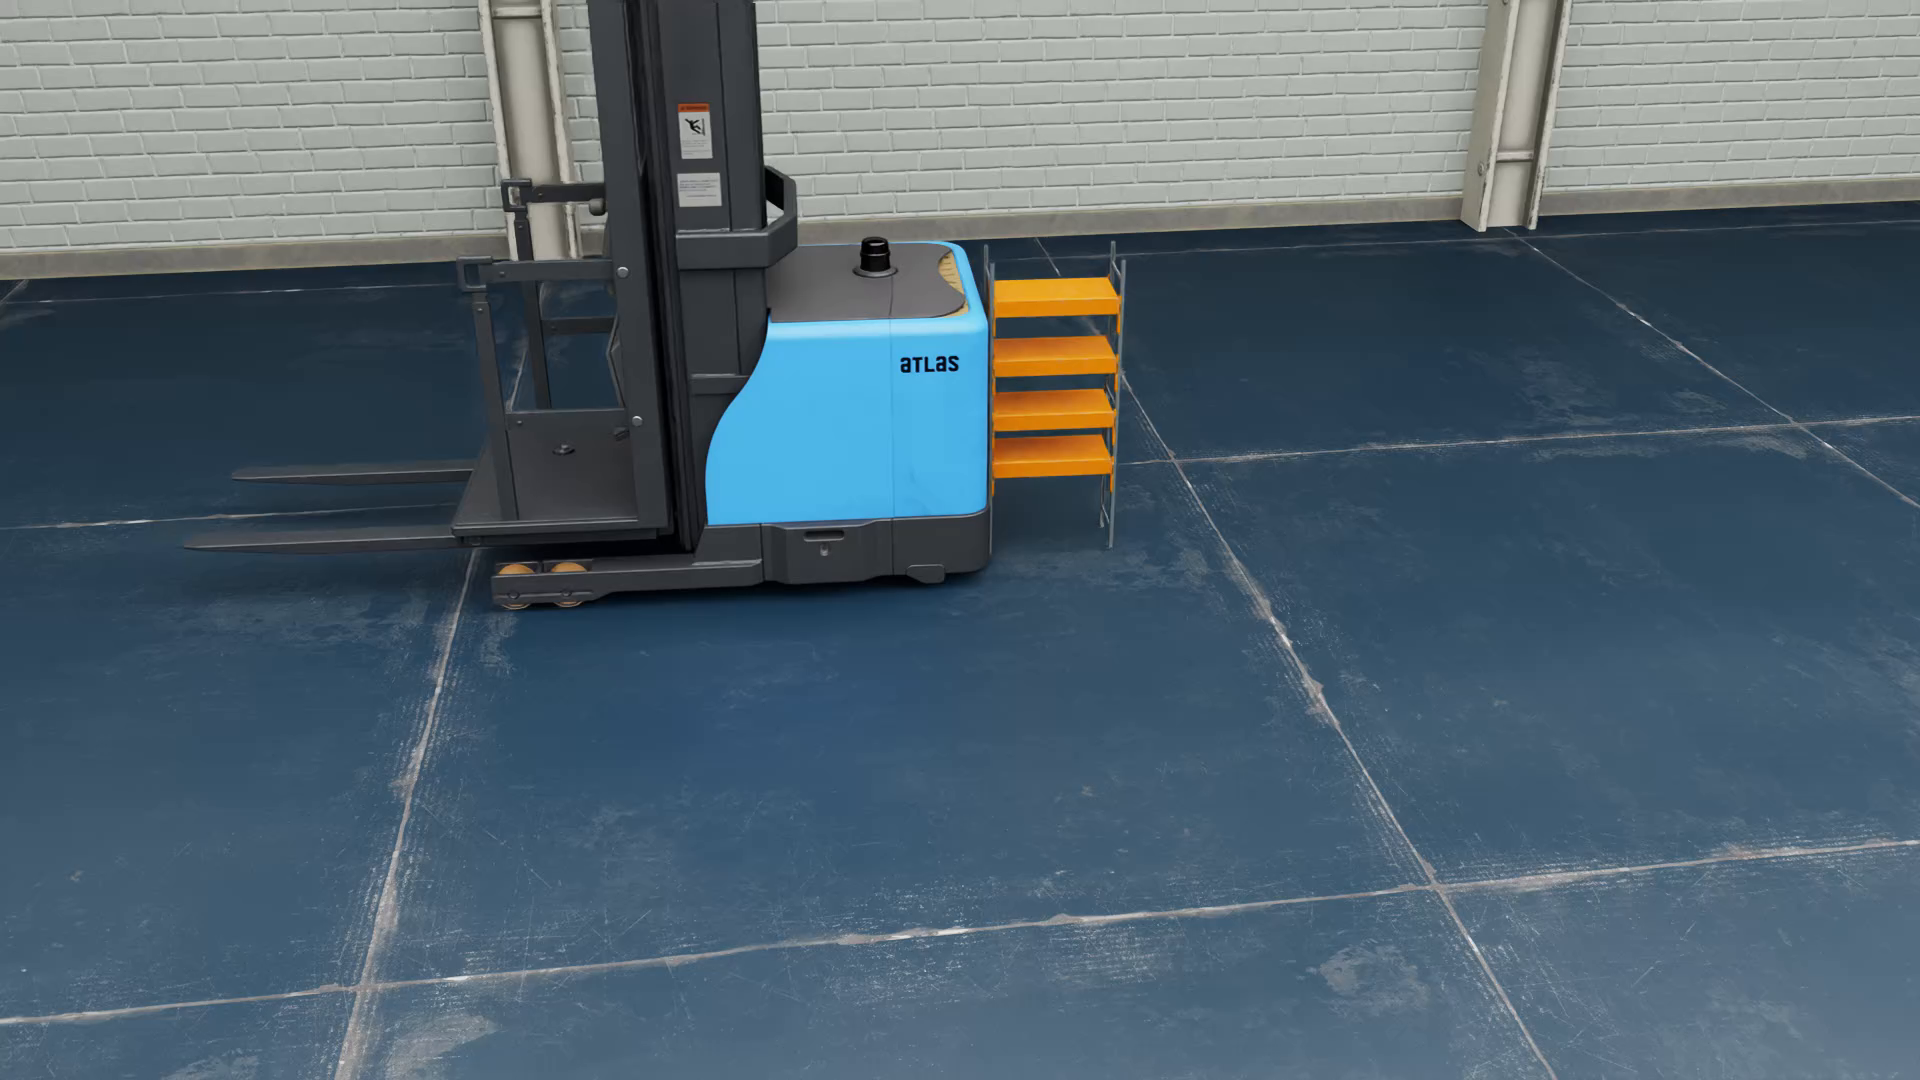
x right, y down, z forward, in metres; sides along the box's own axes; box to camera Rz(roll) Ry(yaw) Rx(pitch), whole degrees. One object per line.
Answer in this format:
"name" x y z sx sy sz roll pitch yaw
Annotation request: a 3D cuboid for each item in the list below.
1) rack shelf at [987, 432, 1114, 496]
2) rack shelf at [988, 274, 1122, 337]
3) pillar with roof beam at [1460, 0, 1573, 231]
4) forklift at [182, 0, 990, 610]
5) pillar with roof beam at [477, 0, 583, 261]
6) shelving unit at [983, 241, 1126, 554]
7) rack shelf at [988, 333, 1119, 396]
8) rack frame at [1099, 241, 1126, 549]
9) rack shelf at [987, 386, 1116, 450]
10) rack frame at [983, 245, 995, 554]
"rack shelf" 0.351 -0.305 6.613 0.480 0.148 0.258 -2 27 -5
"rack shelf" 0.352 -0.891 6.312 0.480 0.148 0.258 -2 27 -5
"pillar with roof beam" 4.067 -4.102 4.887 0.400 9.000 9.100 -4 27 -7
"forklift" -1.433 -1.296 6.065 3.031 2.935 1.130 -2 27 -5
"pillar with roof beam" -1.875 -3.720 4.144 0.400 9.000 9.100 -4 27 -7
"shelving unit" 0.351 -0.542 6.491 0.503 1.200 0.258 -2 27 -5
"rack shelf" 0.351 -0.681 6.420 0.480 0.148 0.258 -2 27 -5
"rack frame" 0.594 -0.552 6.511 0.015 1.200 0.240 -2 27 -5
"rack shelf" 0.351 -0.482 6.522 0.480 0.148 0.258 -2 27 -5
"rack frame" 0.109 -0.531 6.471 0.015 1.200 0.240 -2 27 -5
